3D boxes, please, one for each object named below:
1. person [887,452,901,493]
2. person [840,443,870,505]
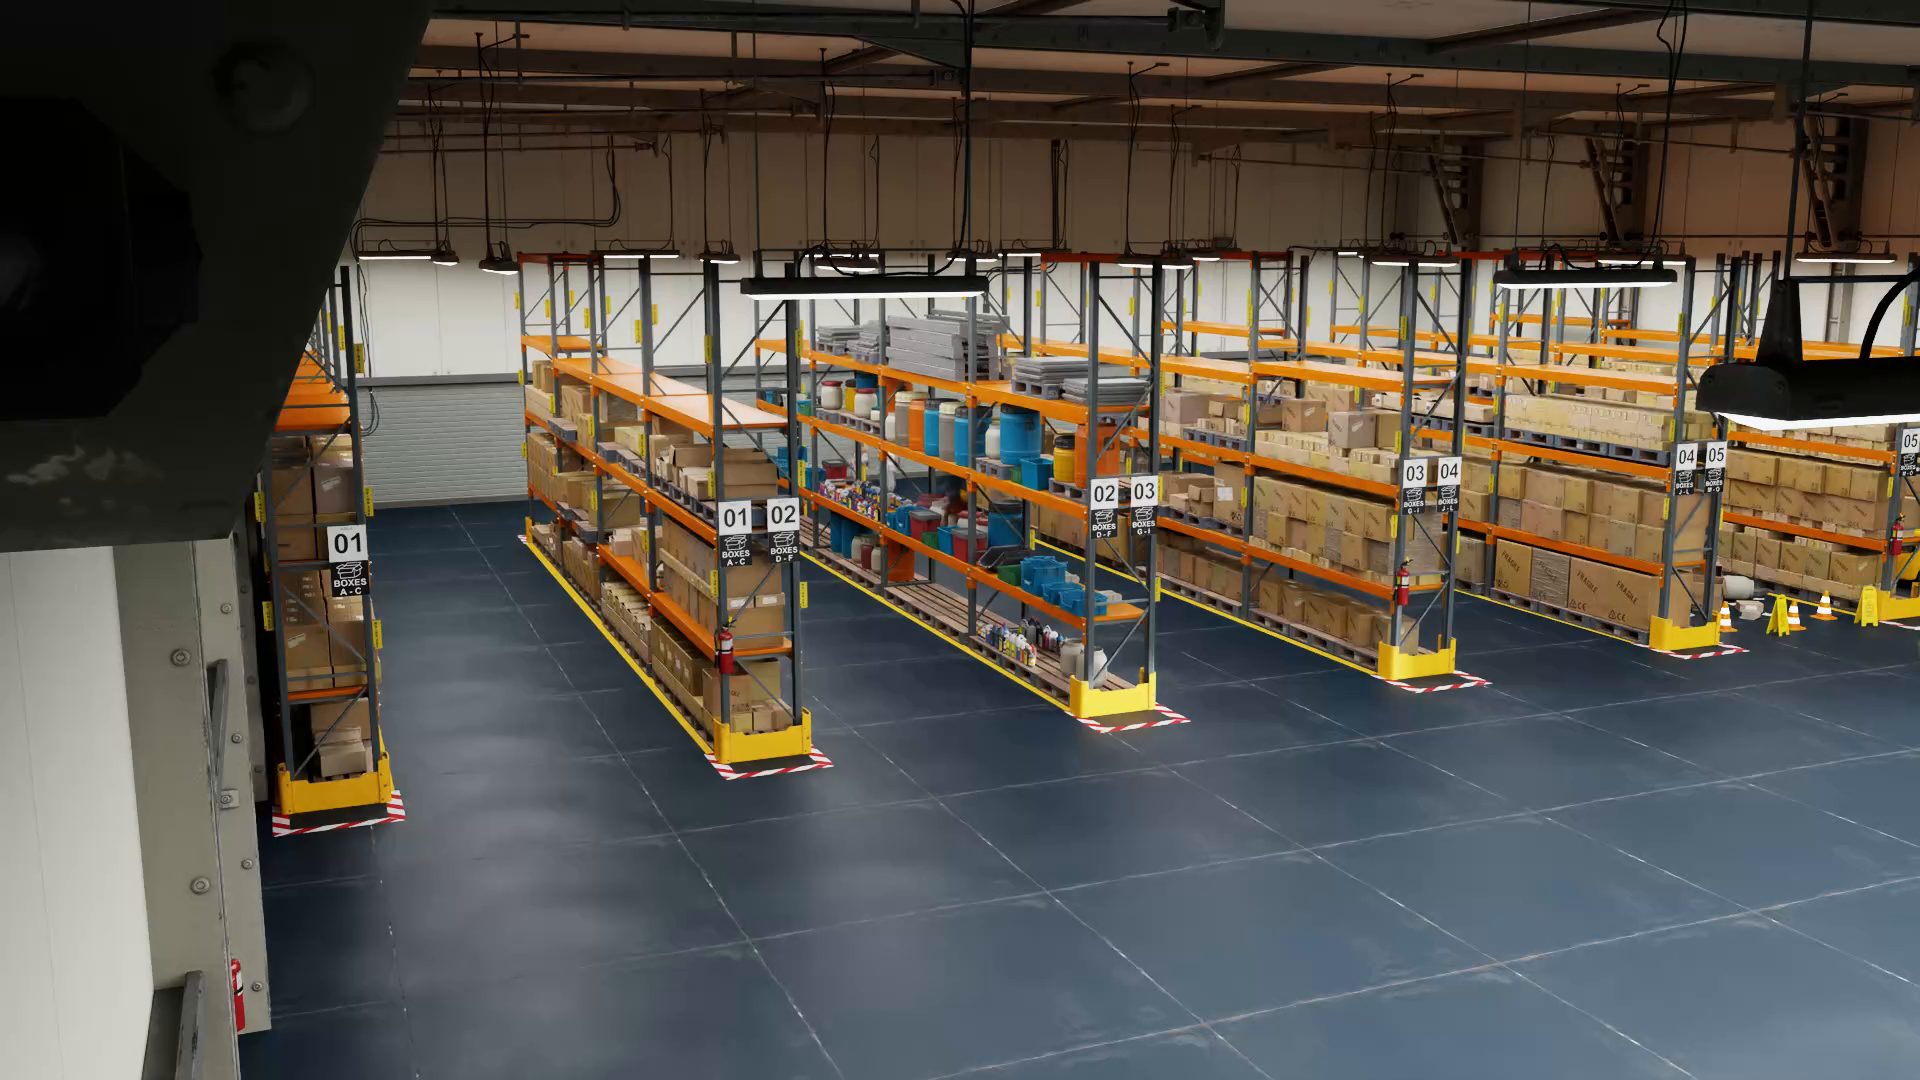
[{"bbox_3d":[-1.682,-1.609,39.221,0.568,1.626,0.679,6,12,31],"label":"person"},{"bbox_3d":[-2.322,-0.876,35.530,2.485,1.591,7.864,3,11,14],"label":"person"}]
